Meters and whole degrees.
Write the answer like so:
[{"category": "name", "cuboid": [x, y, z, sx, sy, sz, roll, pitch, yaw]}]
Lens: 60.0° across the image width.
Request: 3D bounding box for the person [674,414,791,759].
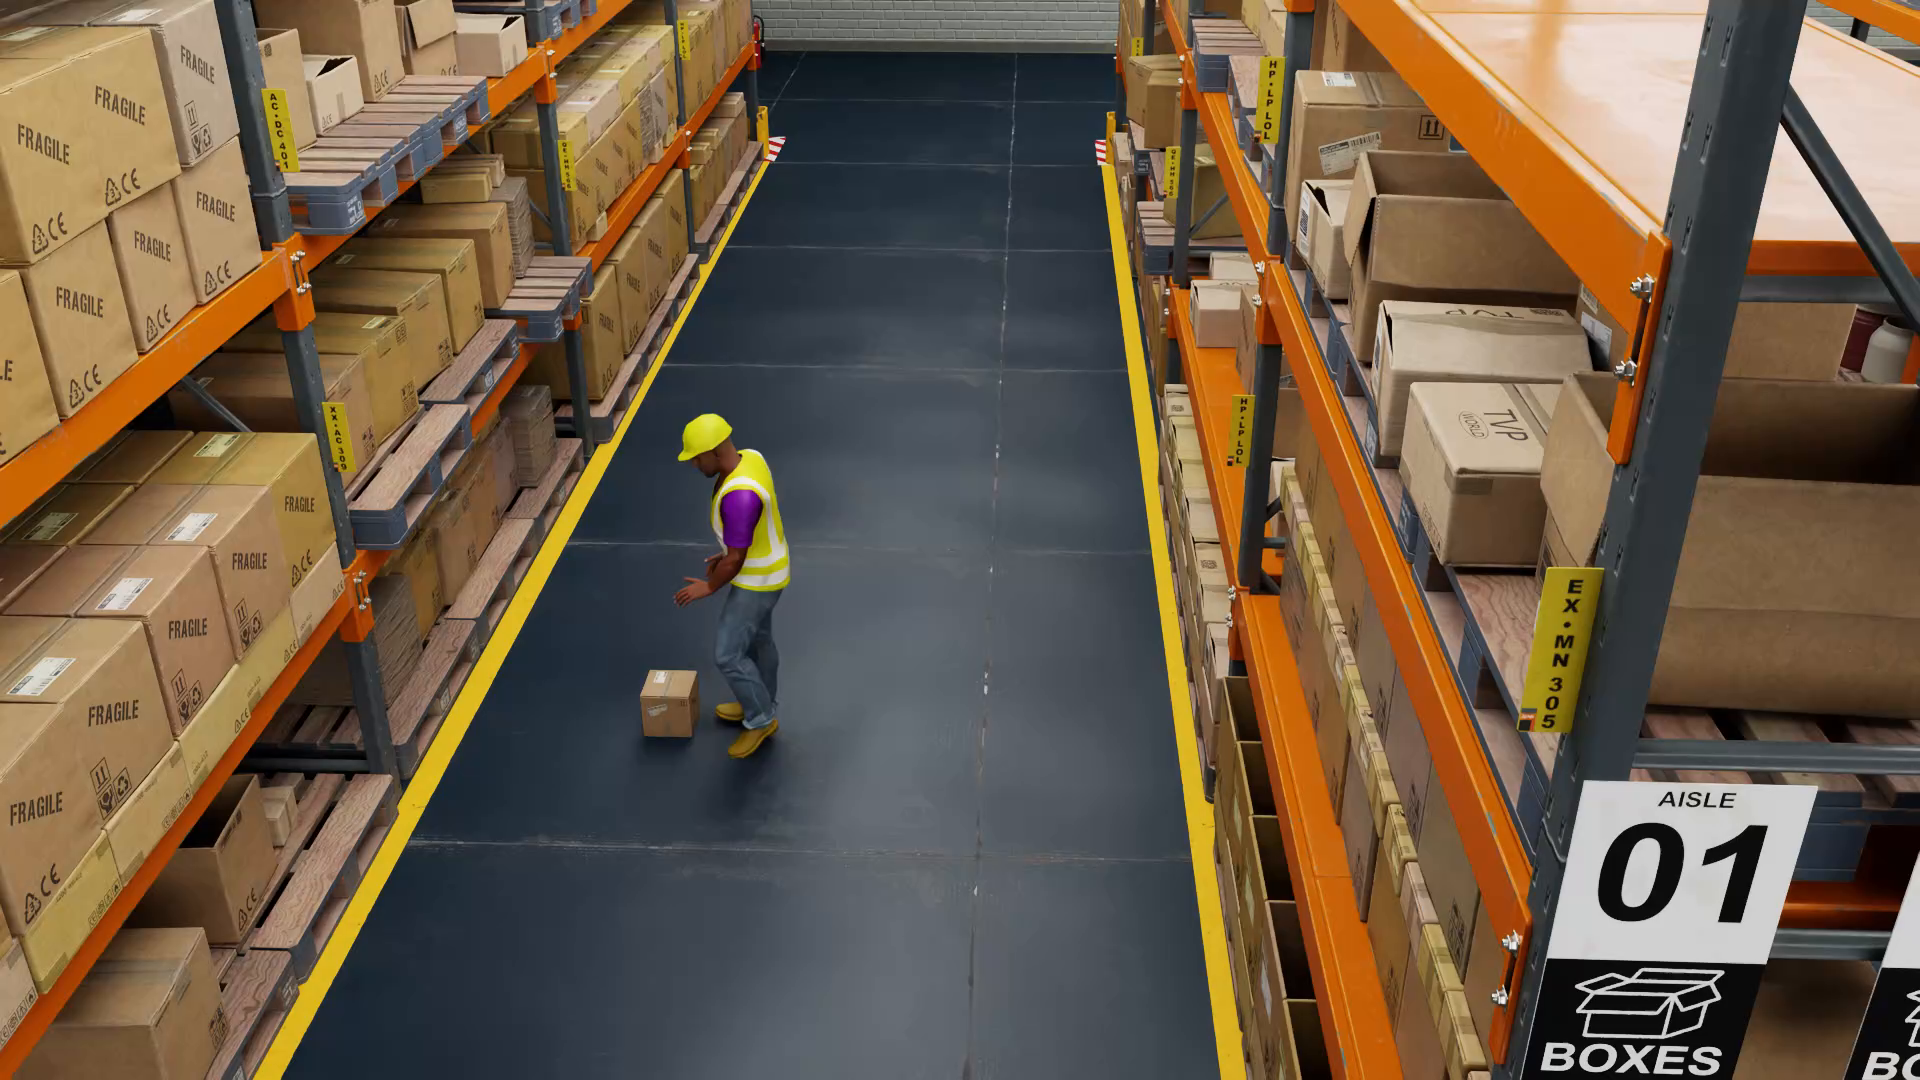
[{"category": "person", "cuboid": [-1.119, 0.202, 8.219, 0.567, 1.773, 0.588, -3, 28, -5]}]
